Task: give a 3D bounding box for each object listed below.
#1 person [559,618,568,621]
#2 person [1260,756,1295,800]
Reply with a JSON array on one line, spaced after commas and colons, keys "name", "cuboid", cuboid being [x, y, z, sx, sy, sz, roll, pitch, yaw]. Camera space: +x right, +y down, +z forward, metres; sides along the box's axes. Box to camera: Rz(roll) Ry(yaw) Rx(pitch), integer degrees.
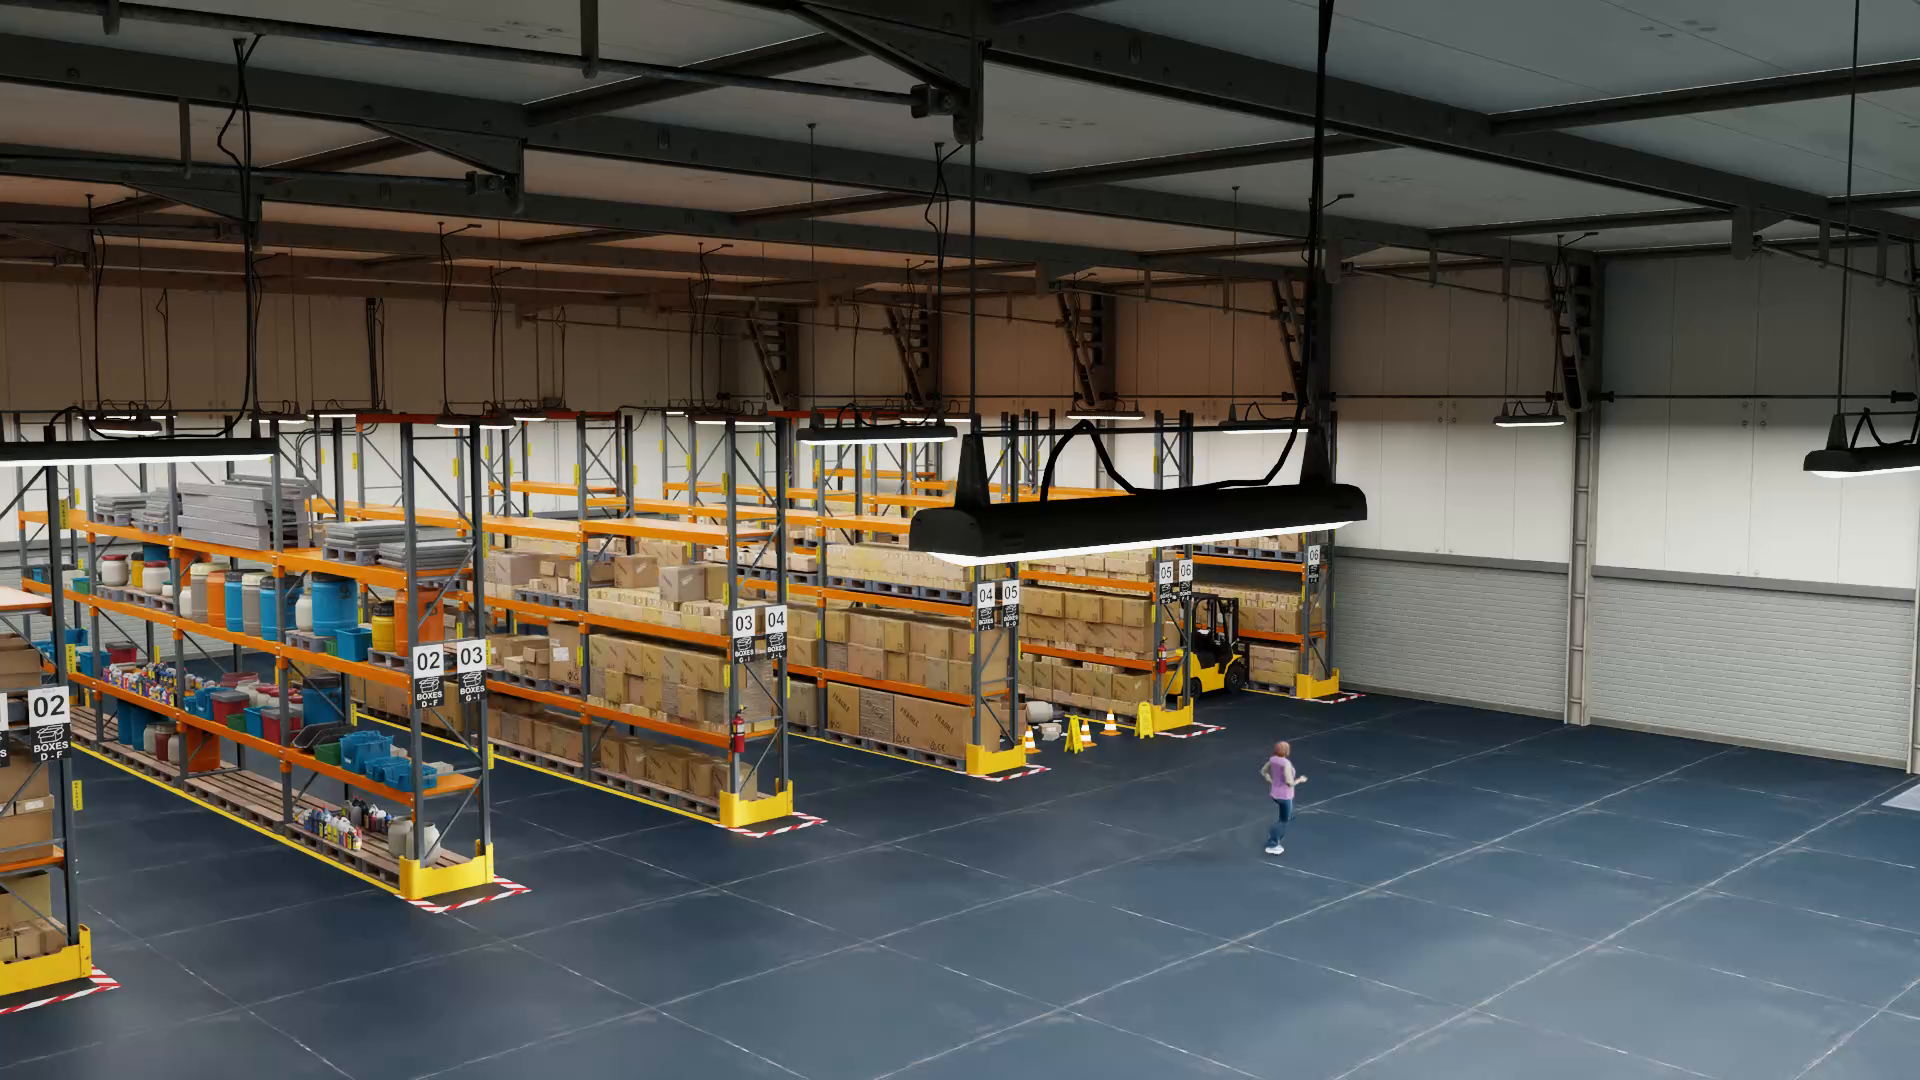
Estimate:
[{"name": "person", "cuboid": [-8.253, 2.461, 34.807, 0.636, 1.735, 0.668, 5, 7, 43]}, {"name": "person", "cuboid": [4.408, 3.263, 22.904, 0.371, 0.564, 0.517, -1, 5, -17]}]
